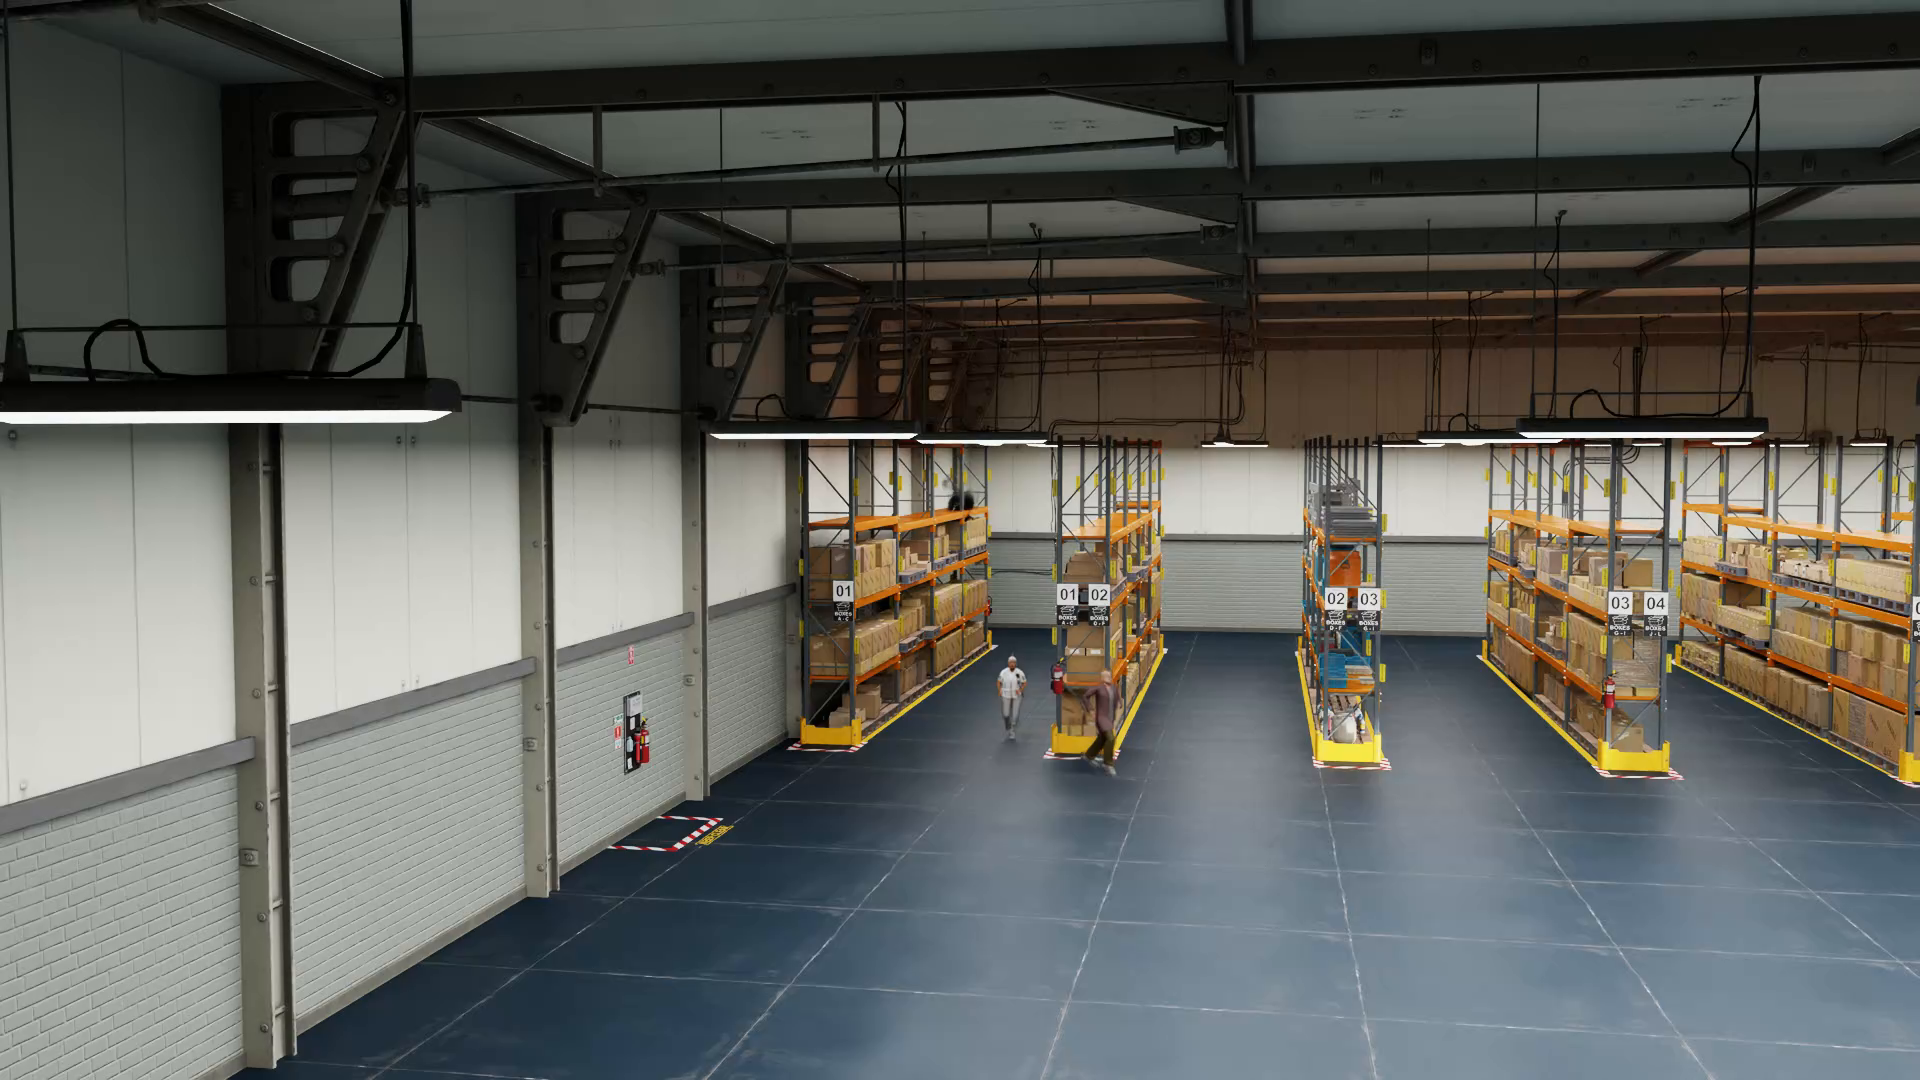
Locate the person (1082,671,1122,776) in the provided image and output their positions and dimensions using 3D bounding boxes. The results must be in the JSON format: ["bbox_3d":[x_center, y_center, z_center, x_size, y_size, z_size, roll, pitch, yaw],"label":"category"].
[{"bbox_3d":[2.557,3.235,29.645,0.861,1.838,0.700,3,4,44],"label":"person"}]

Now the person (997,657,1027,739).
[{"bbox_3d":[1.029,3.129,33.070,0.608,1.623,0.549,0,3,5],"label":"person"}]
